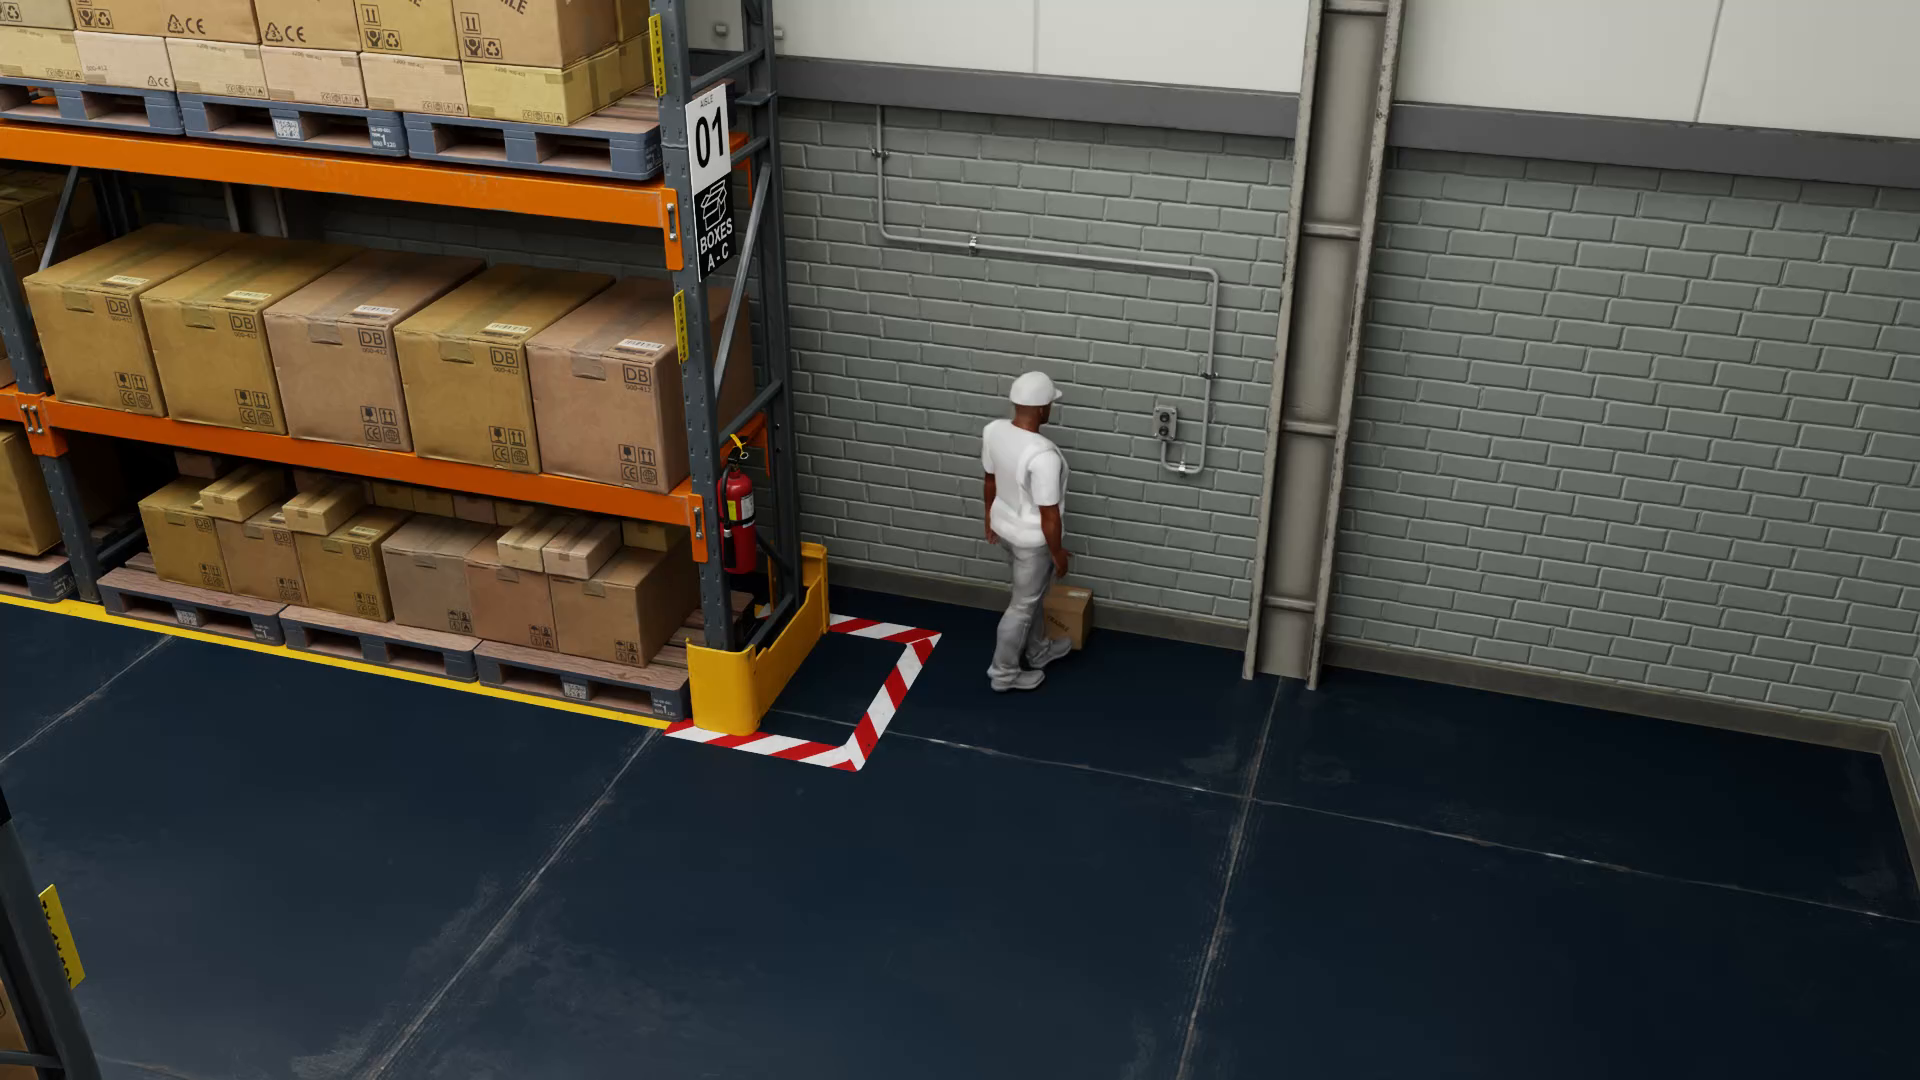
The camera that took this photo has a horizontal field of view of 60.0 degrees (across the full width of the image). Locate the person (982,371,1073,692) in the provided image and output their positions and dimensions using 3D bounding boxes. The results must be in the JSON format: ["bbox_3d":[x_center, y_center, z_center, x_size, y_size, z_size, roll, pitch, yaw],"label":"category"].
[{"bbox_3d":[0.390,-0.060,8.580,0.626,1.771,0.585,-17,33,-28],"label":"person"}]
